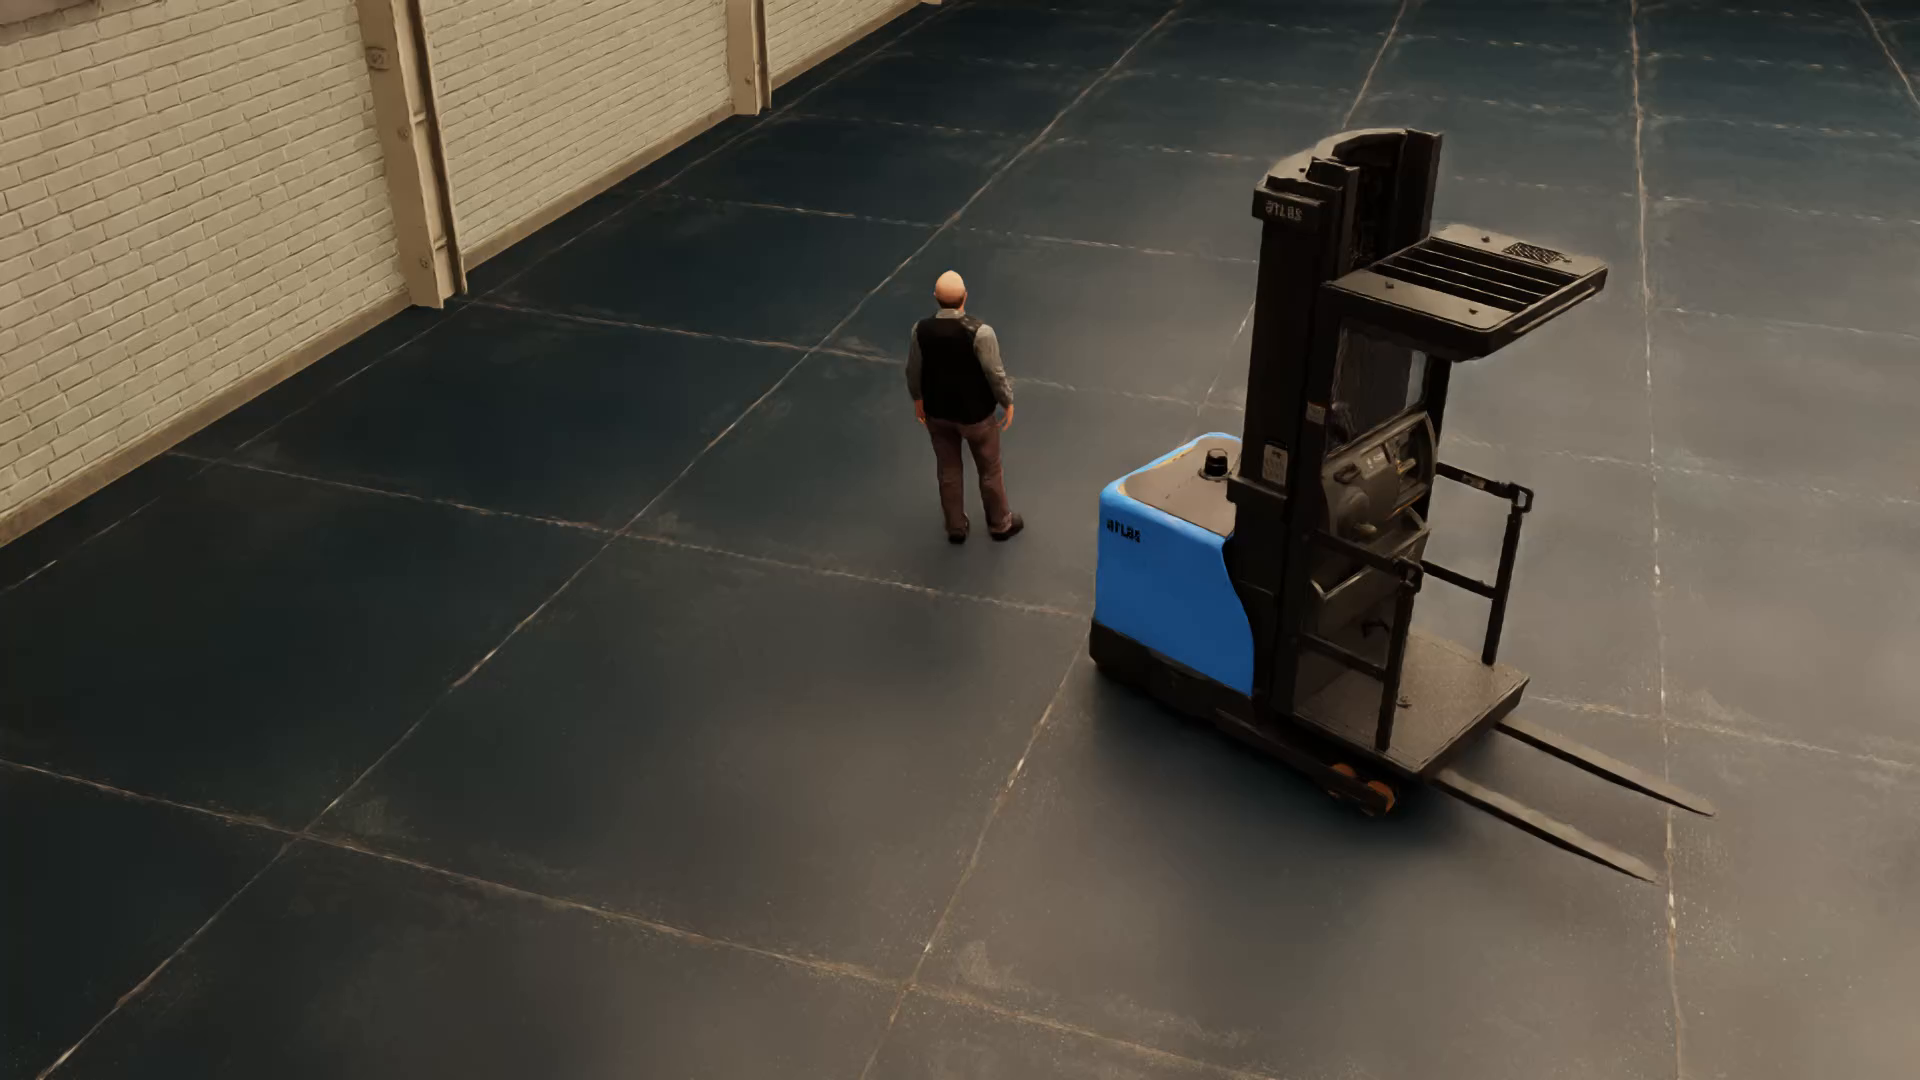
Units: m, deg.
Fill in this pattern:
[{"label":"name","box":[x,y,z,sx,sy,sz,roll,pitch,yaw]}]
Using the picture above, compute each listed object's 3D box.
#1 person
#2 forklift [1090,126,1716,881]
[{"label":"person","box":[0.028,-0.782,9.715,0.632,1.720,0.567,10,31,16]},{"label":"forklift","box":[2.100,-0.265,7.602,3.031,2.935,1.130,26,38,37]}]
